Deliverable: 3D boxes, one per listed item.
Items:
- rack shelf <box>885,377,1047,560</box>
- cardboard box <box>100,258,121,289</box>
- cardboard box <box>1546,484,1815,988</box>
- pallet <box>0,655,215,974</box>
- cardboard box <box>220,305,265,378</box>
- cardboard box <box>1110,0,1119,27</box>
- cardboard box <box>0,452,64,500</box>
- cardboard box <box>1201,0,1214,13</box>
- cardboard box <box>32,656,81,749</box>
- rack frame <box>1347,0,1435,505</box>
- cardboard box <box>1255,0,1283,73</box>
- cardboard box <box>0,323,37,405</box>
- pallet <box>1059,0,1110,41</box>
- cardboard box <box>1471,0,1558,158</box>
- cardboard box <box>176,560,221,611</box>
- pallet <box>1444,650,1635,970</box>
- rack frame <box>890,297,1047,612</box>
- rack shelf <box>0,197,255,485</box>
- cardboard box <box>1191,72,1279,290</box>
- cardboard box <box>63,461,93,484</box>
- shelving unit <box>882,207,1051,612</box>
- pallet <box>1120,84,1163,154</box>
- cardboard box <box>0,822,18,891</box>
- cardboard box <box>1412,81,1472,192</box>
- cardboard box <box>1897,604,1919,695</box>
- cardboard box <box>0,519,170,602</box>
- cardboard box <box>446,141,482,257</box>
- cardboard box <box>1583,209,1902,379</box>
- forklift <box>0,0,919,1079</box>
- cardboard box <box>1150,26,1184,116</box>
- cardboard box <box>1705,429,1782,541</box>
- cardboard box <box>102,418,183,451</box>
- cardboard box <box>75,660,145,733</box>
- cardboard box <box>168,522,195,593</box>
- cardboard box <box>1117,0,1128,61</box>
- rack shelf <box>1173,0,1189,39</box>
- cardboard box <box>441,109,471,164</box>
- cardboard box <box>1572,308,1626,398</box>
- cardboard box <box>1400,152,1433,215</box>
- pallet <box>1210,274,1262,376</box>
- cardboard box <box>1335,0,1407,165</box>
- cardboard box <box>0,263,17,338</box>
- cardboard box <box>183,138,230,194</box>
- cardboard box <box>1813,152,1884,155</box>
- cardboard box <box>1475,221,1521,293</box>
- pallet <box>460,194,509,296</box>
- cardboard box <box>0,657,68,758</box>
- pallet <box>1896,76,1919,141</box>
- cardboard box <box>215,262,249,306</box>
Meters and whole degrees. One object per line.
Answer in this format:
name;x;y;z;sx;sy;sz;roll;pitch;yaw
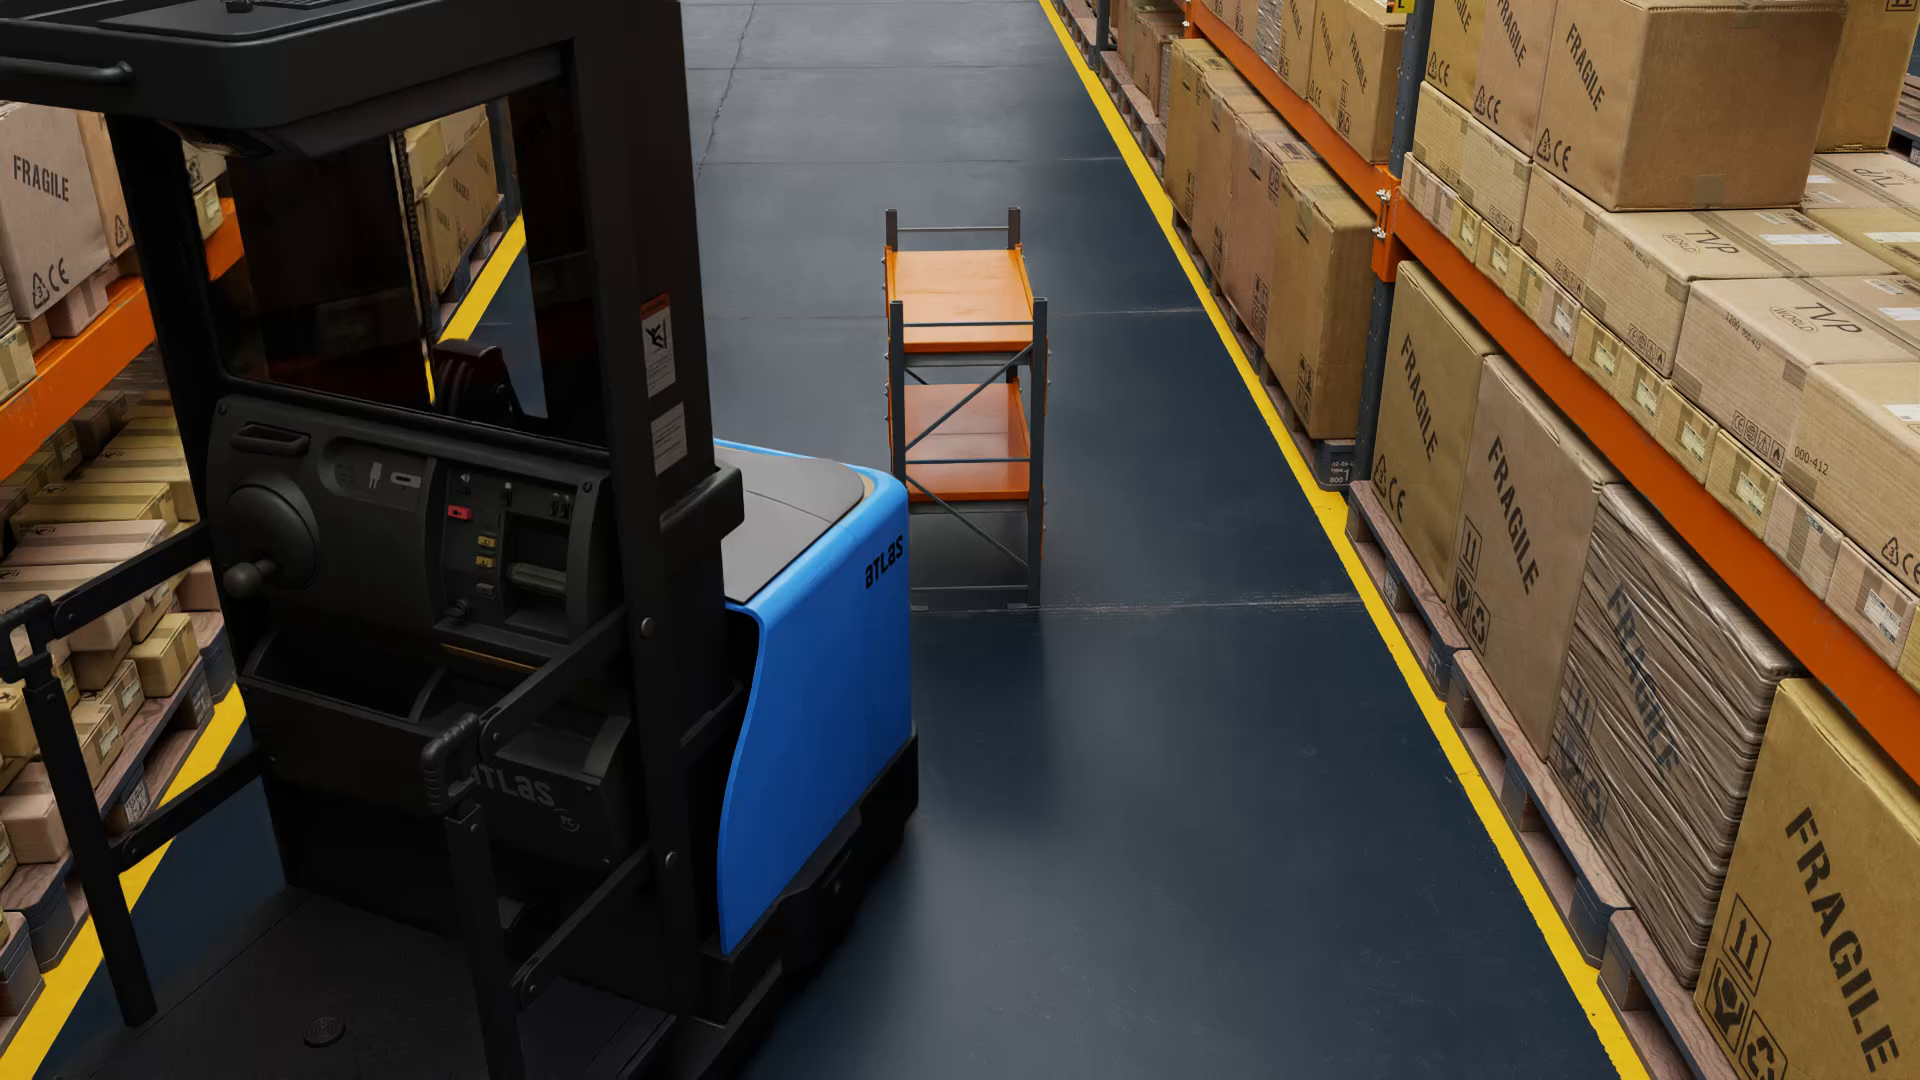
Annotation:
rack shelf;0.000;-0.279;6.097;0.538;0.278;1.000;-1;28;-3
cardboard box;-2.667;-0.782;4.778;0.380;0.149;0.250;-2;28;-4
cardboard box;2.070;0.434;4.017;0.875;0.875;0.875;-1;28;-3
pallet;-2.800;0.729;4.625;1.003;0.211;1.213;-1;28;-3
cardboard box;-2.710;-0.807;6.803;0.500;0.500;0.500;0;28;-1
cardboard box;1.586;-4.677;14.223;0.500;0.500;0.500;7;28;14
cardboard box;-3.108;-0.159;5.297;0.380;0.149;0.250;-2;28;-3
cardboard box;1.567;-3.115;8.871;0.500;0.500;0.500;-1;28;-1
cardboard box;-2.631;0.434;4.481;0.380;0.149;0.250;0;28;0
rack frame;2.022;-1.455;5.796;1.000;3.000;0.127;-1;28;-3
cardboard box;1.650;-2.410;7.519;0.500;0.500;0.500;-1;28;-2
cardboard box;-2.535;-0.424;4.091;0.380;0.149;0.250;-1;28;-2
pallet;1.467;-4.787;15.200;1.003;0.211;1.213;-1;28;-3
cardboard box;1.809;-1.398;4.716;0.500;0.500;0.500;-1;28;-3
cardboard box;-2.568;0.111;5.421;0.380;0.149;0.250;-2;28;-4
pallet;2.050;0.699;4.681;1.003;0.211;1.213;-1;28;-3
rack frame;0.027;-0.261;5.534;0.500;1.125;0.032;-1;28;-3
rack shelf;-2.832;-0.139;4.051;1.077;0.370;4.000;-1;28;-3
cardboard box;1.867;-1.815;8.330;1.225;0.875;0.875;-1;28;-2
cardboard box;-3.135;-0.146;5.593;0.380;0.149;0.250;-1;28;-2
shelving unit;0.000;-0.496;5.984;0.538;1.125;1.048;-1;28;-3
pallet;1.713;-2.989;11.752;1.003;0.211;1.213;-1;28;-3
cardboard box;-2.563;0.824;4.055;0.380;0.149;0.250;-1;28;-3
cardboard box;1.785;-1.297;5.333;0.500;0.250;0.500;-2;28;-4
cardboard box;1.868;0.227;2.842;0.380;0.149;0.250;-1;28;-2
cardboard box;-2.543;0.067;4.864;0.380;0.149;0.250;-3;28;-5
cardboard box;-2.827;-1.769;8.648;0.500;0.500;0.500;0;28;-1
cardboard box;1.856;-0.600;3.997;0.500;0.250;0.500;-1;28;-3
forklift;-1.177;0.015;3.052;1.130;2.935;3.031;12;30;21
cardboard box;1.680;-3.215;11.398;0.700;0.500;0.500;1;28;2
cardboard box;1.828;-0.124;3.516;0.380;0.149;0.250;-2;28;-4
cardboard box;-2.605;-0.293;5.553;0.380;0.149;0.250;-1;28;-2
cardboard box;-2.575;0.469;4.736;0.380;0.149;0.250;-1;28;-2
cardboard box;-2.630;0.068;5.183;0.380;0.149;0.250;-1;28;-2
cardboard box;1.615;-3.952;12.811;0.700;0.500;0.500;-3;28;-7
rack shelf;1.708;-3.907;11.275;1.077;0.370;4.000;-1;28;-3
cardboard box;-2.811;-2.097;8.465;0.500;0.250;0.500;-1;28;-2
cardboard box;1.788;-0.479;4.196;0.380;0.149;0.250;-2;28;-4
cardboard box;1.705;-1.199;5.577;0.380;0.149;0.250;-1;28;-3
pallet;1.839;-1.138;8.203;1.003;0.211;1.213;-1;28;-3
cardboard box;1.725;-1.709;6.174;0.500;0.500;0.500;-1;28;-2
cardboard box;-2.574;-0.633;3.790;0.500;0.500;0.500;-2;28;-4
cardboard box;-2.629;-1.341;5.148;0.500;0.500;0.500;-1;28;-3
cardboard box;2.336;-1.084;4.925;0.500;0.250;0.500;-1;28;-1
cardboard box;1.749;-0.834;4.878;0.380;0.149;0.250;-2;28;-4
pallet;-3.106;-1.632;9.150;1.003;0.211;1.213;-1;28;-3
cardboard box;-2.504;0.422;4.182;0.380;0.149;0.250;-1;28;-2
pallet;6.697;-3.106;11.977;1.003;0.211;1.213;-1;28;-3
cardboard box;-2.711;-1.140;6.630;0.500;0.250;0.500;-3;28;-5
